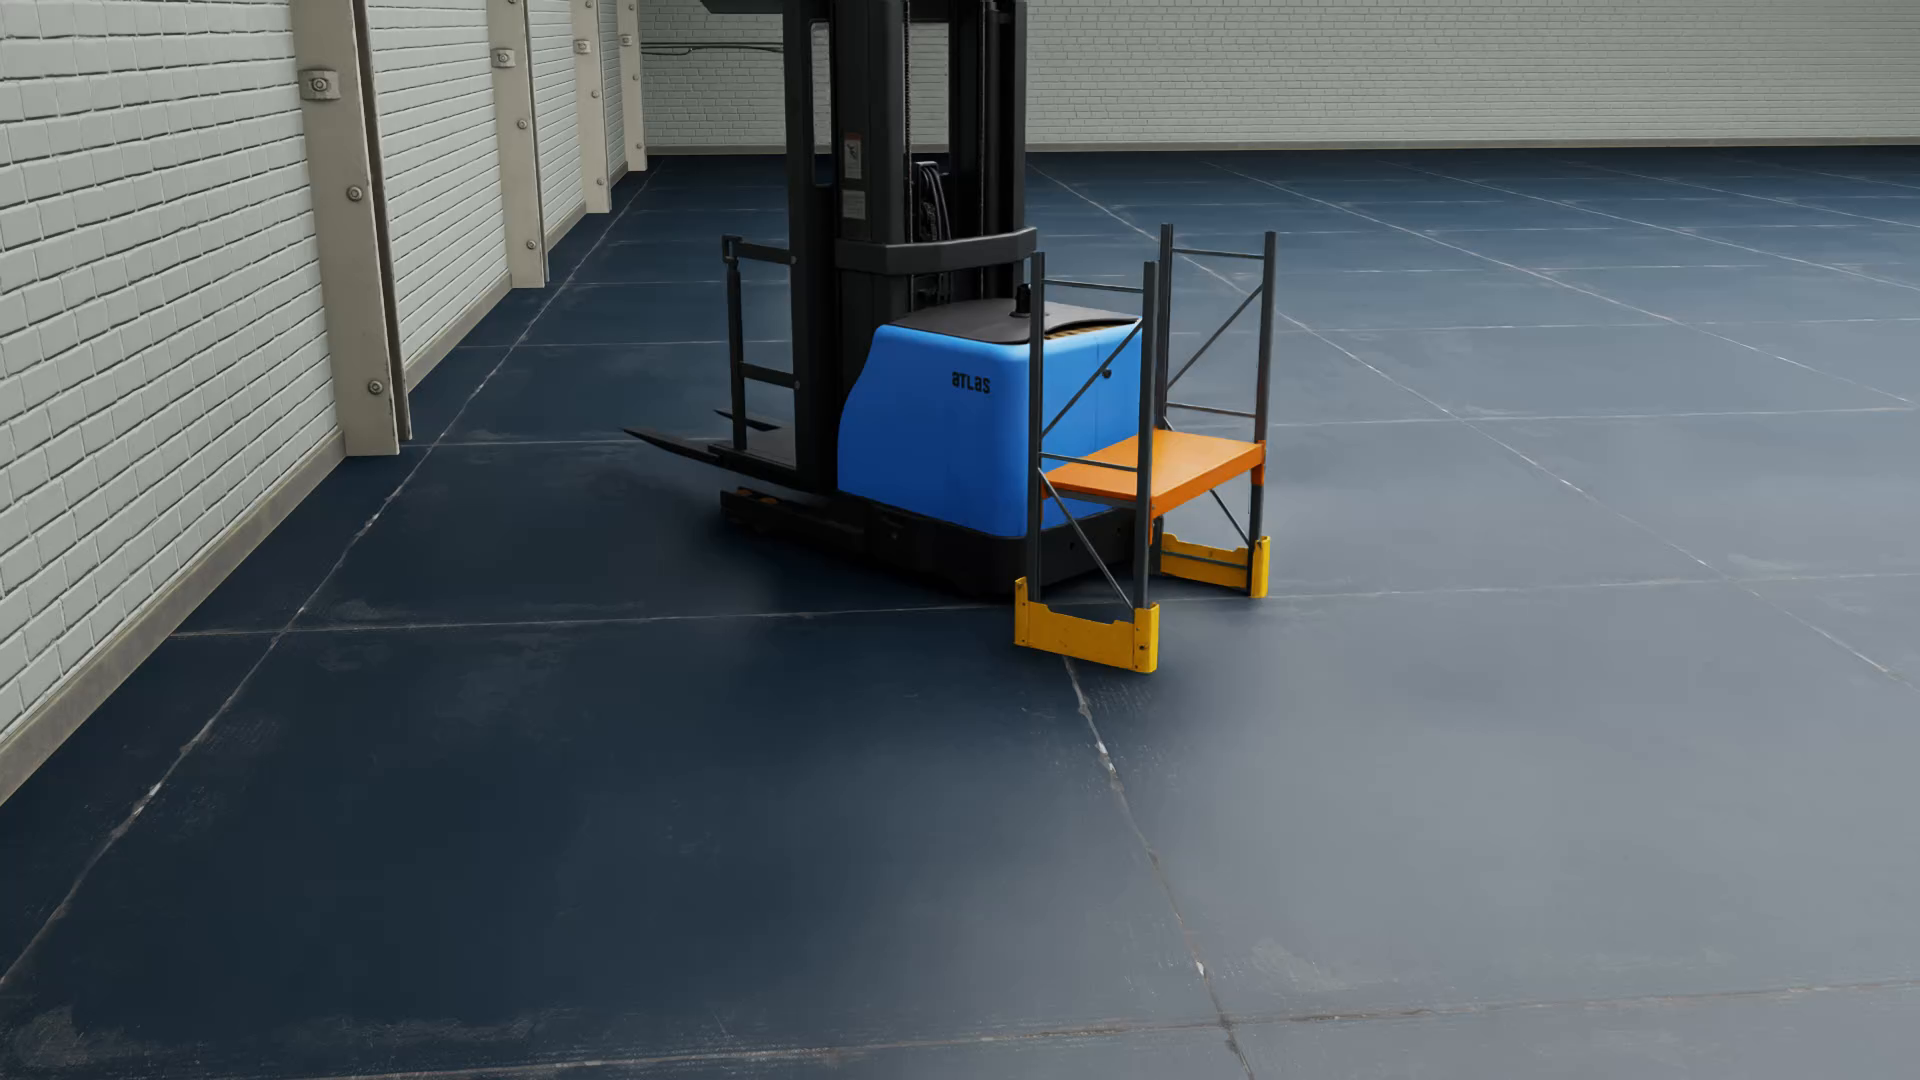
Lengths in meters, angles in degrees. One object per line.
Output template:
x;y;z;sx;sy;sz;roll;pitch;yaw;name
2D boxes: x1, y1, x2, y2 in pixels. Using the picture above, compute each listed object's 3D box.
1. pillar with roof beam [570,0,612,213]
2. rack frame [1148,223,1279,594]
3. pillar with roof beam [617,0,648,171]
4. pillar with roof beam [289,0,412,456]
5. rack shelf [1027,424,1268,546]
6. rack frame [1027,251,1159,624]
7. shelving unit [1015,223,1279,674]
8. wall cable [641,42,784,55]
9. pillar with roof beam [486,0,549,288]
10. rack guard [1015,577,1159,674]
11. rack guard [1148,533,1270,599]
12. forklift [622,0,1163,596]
-0.235;-8.526;19.813;9.100;9.000;0.400;-2;18;-6;pillar with roof beam
1.034;-0.532;6.869;0.500;1.500;0.032;11;21;32;rack frame
-0.854;-10.314;25.507;9.100;9.000;0.400;-2;18;-6;pillar with roof beam
1.003;-4.951;8.425;9.100;9.000;0.400;-2;18;-6;pillar with roof beam
0.752;-0.234;6.520;0.538;0.185;1.000;11;21;32;rack shelf
0.469;-0.279;6.062;0.500;1.500;0.032;11;21;32;rack frame
0.747;-0.404;6.458;0.587;1.500;1.083;11;21;32;shelving unit
-4.124;-9.618;28.474;3.097;2.526;0.112;-2;18;-6;wall cable
0.384;-6.739;14.119;9.100;9.000;0.400;-2;18;-6;pillar with roof beam
0.470;0.317;6.251;0.587;0.250;0.087;11;21;32;rack guard
1.023;0.069;7.041;0.587;0.250;0.087;11;21;32;rack guard
-0.495;-1.528;7.650;1.130;2.935;3.031;-17;24;-42;forklift
